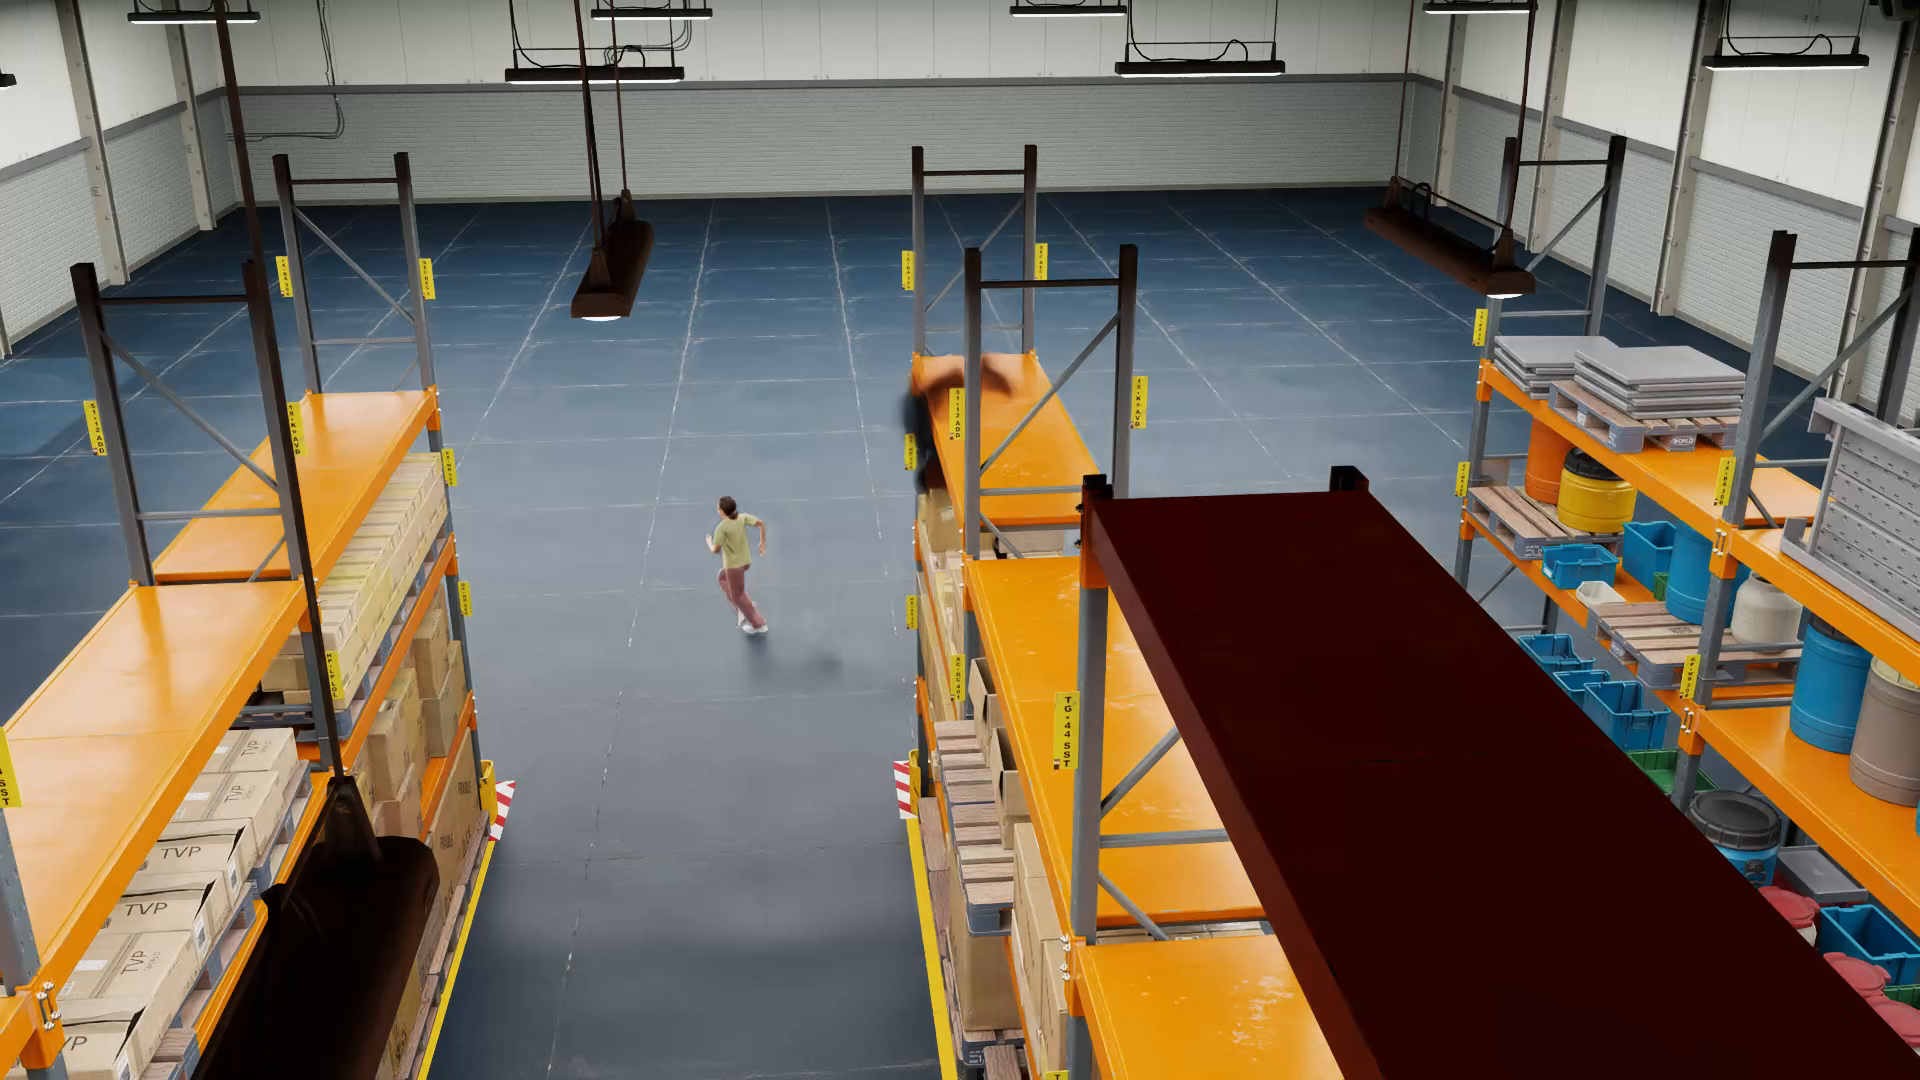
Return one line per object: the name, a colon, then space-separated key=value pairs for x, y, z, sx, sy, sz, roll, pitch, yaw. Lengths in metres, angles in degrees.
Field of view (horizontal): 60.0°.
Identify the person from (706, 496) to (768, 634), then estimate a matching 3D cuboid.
person: x=-2.519 y=0.268 z=18.711 sx=0.728 sy=1.616 sz=0.613 roll=13 pitch=25 yaw=29
